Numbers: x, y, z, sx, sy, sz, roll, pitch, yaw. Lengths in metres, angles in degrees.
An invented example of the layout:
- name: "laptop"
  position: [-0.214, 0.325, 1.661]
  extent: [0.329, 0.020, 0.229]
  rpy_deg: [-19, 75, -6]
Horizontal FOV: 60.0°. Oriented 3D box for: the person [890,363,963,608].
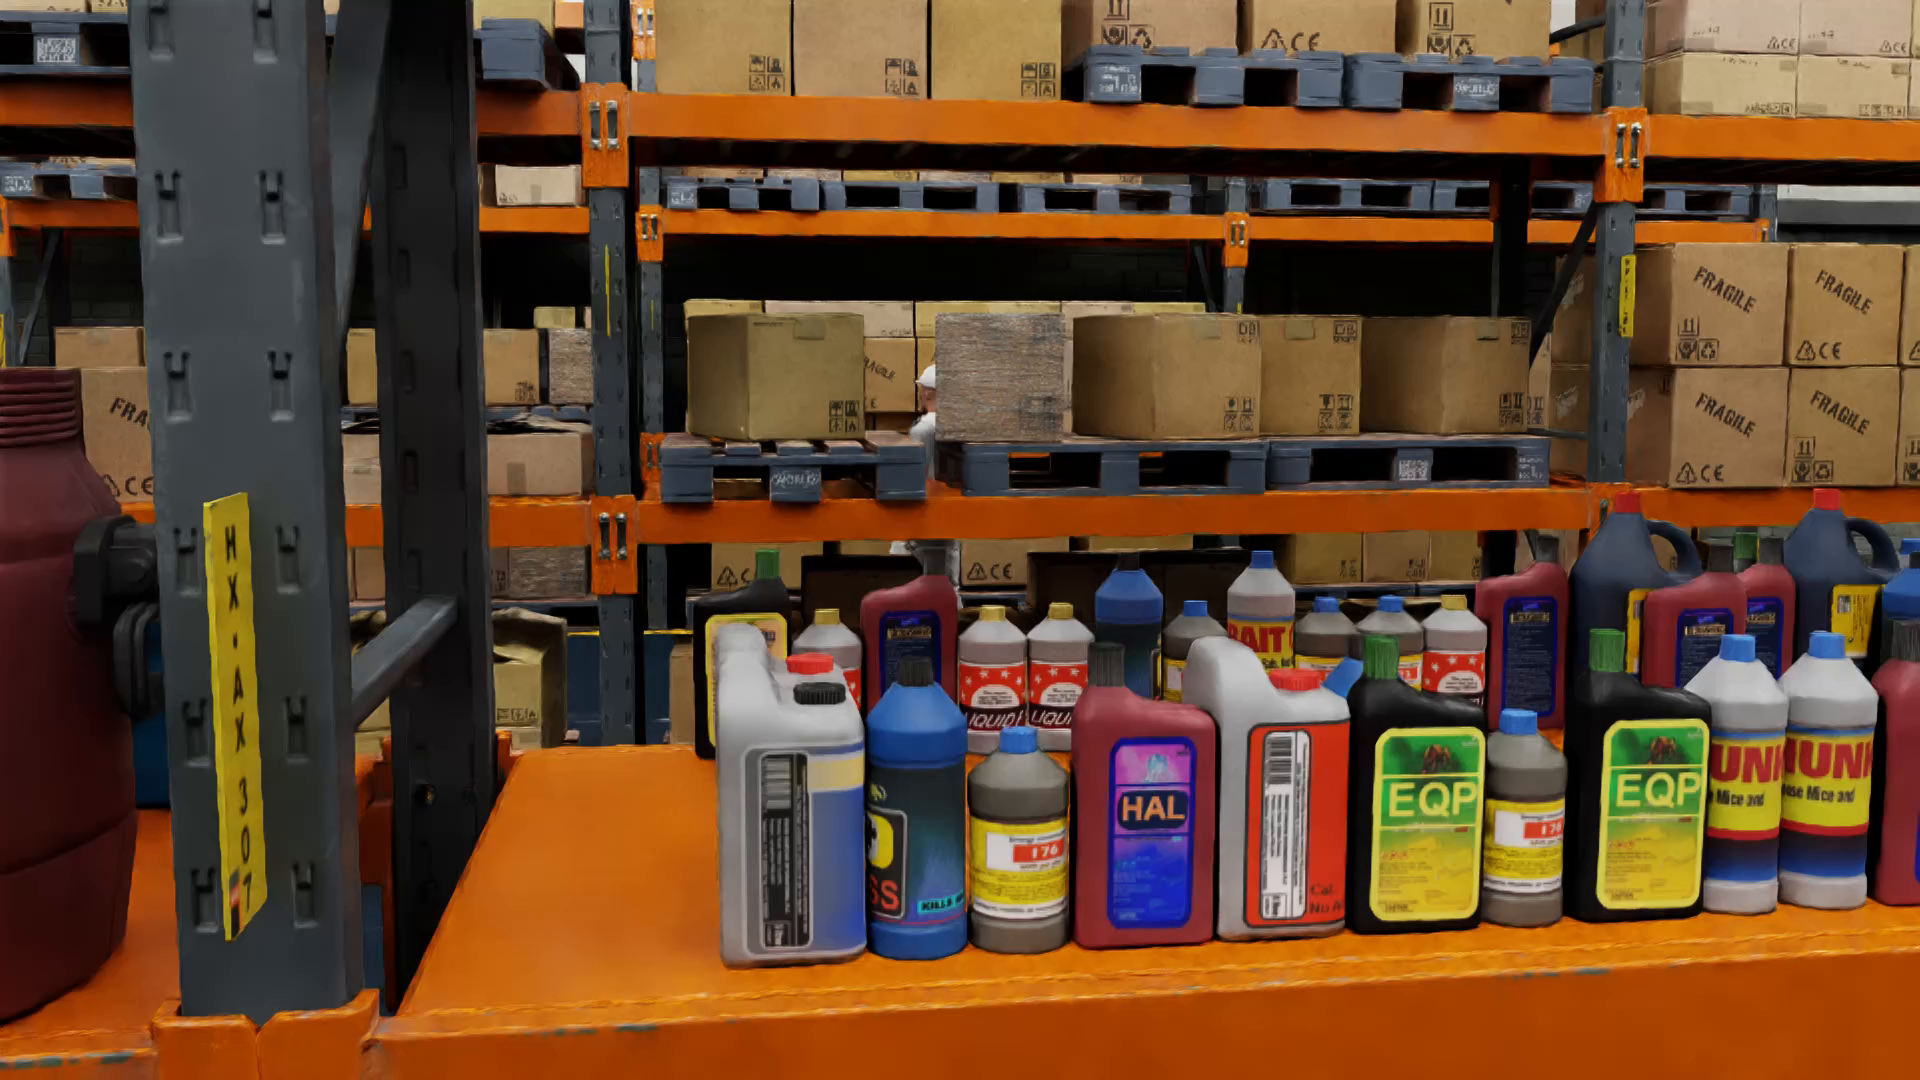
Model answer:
- name: "person"
  position: [-0.275, -0.102, 9.436]
  extent: [0.608, 1.789, 0.581]
  rpy_deg: [5, 8, 36]
